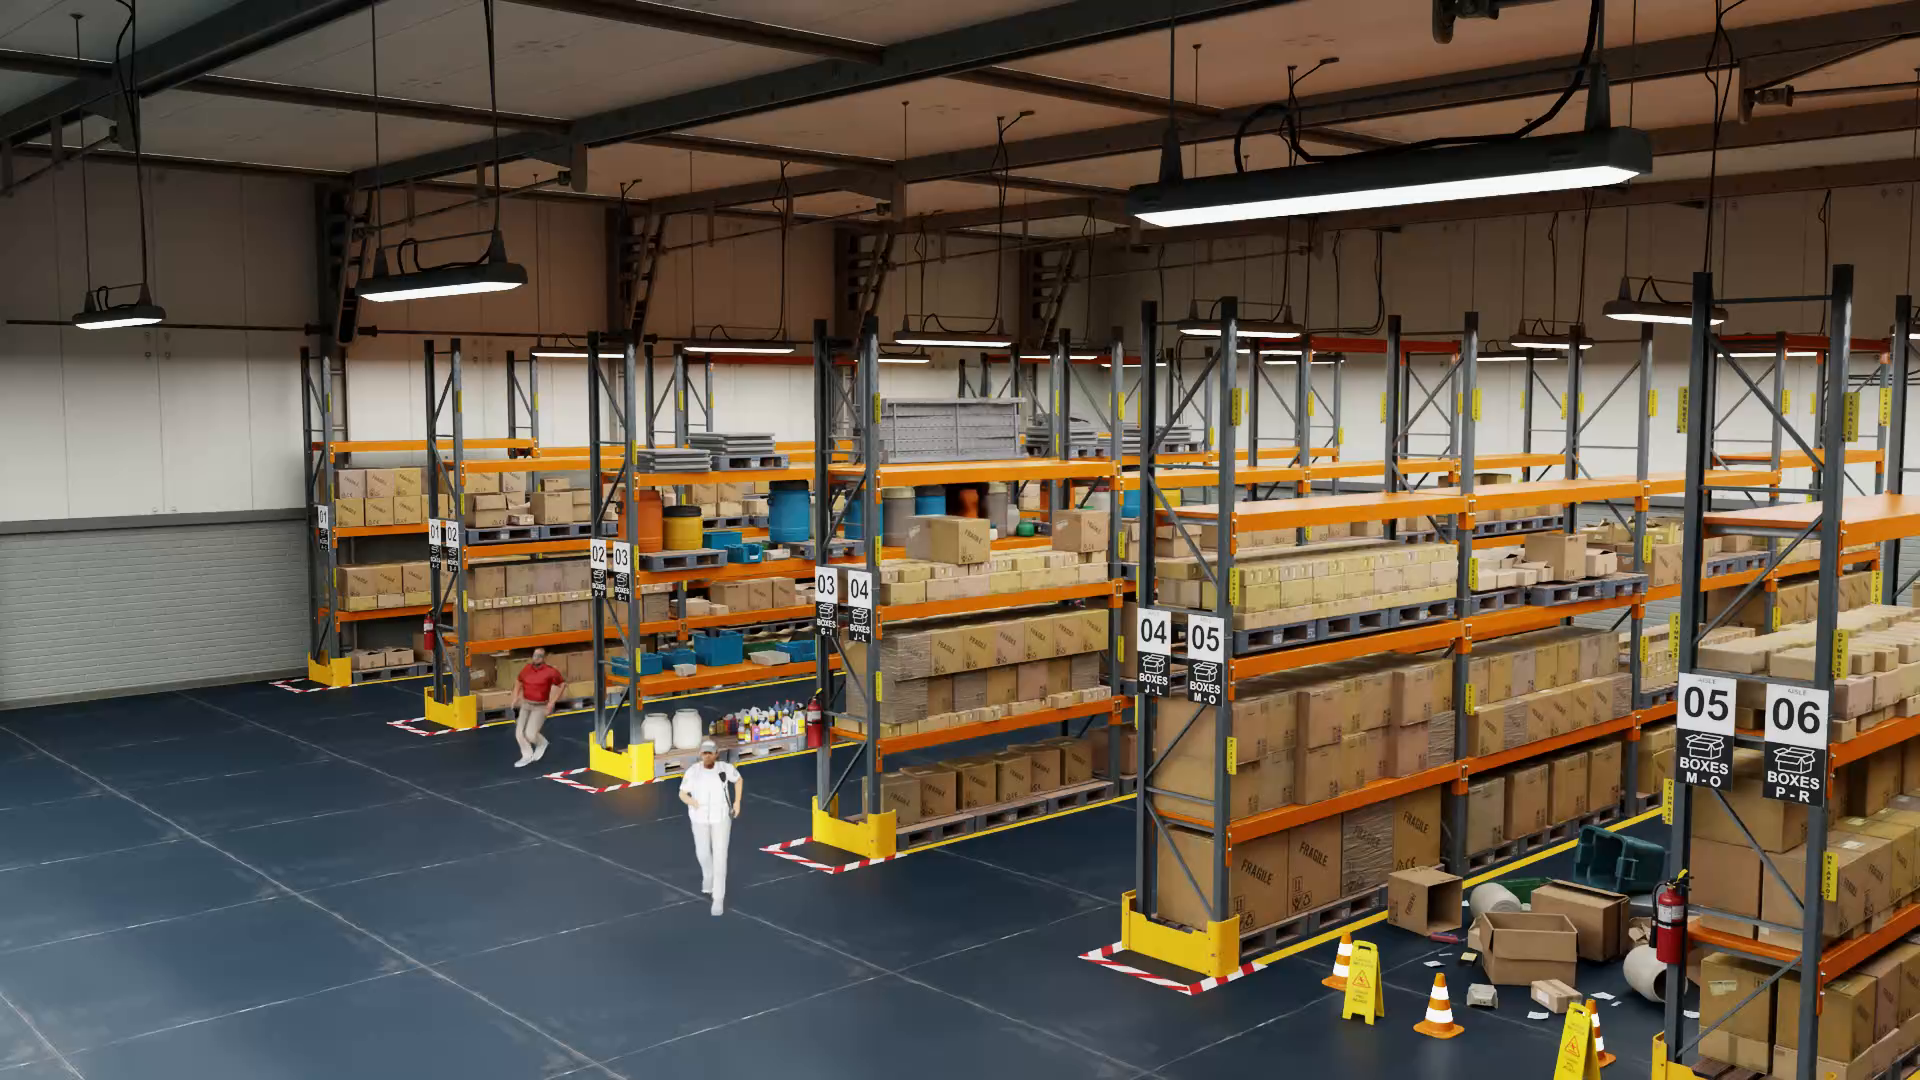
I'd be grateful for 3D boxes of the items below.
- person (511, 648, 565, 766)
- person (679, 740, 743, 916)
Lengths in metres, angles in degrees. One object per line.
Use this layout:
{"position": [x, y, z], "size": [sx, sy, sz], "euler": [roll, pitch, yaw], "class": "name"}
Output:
{"position": [-5.872, 2.320, 23.036], "size": [0.714, 1.670, 0.538], "euler": [2, 5, 19], "class": "person"}
{"position": [-2.519, 2.862, 16.837], "size": [0.617, 1.725, 0.845], "euler": [0, 5, -2], "class": "person"}
